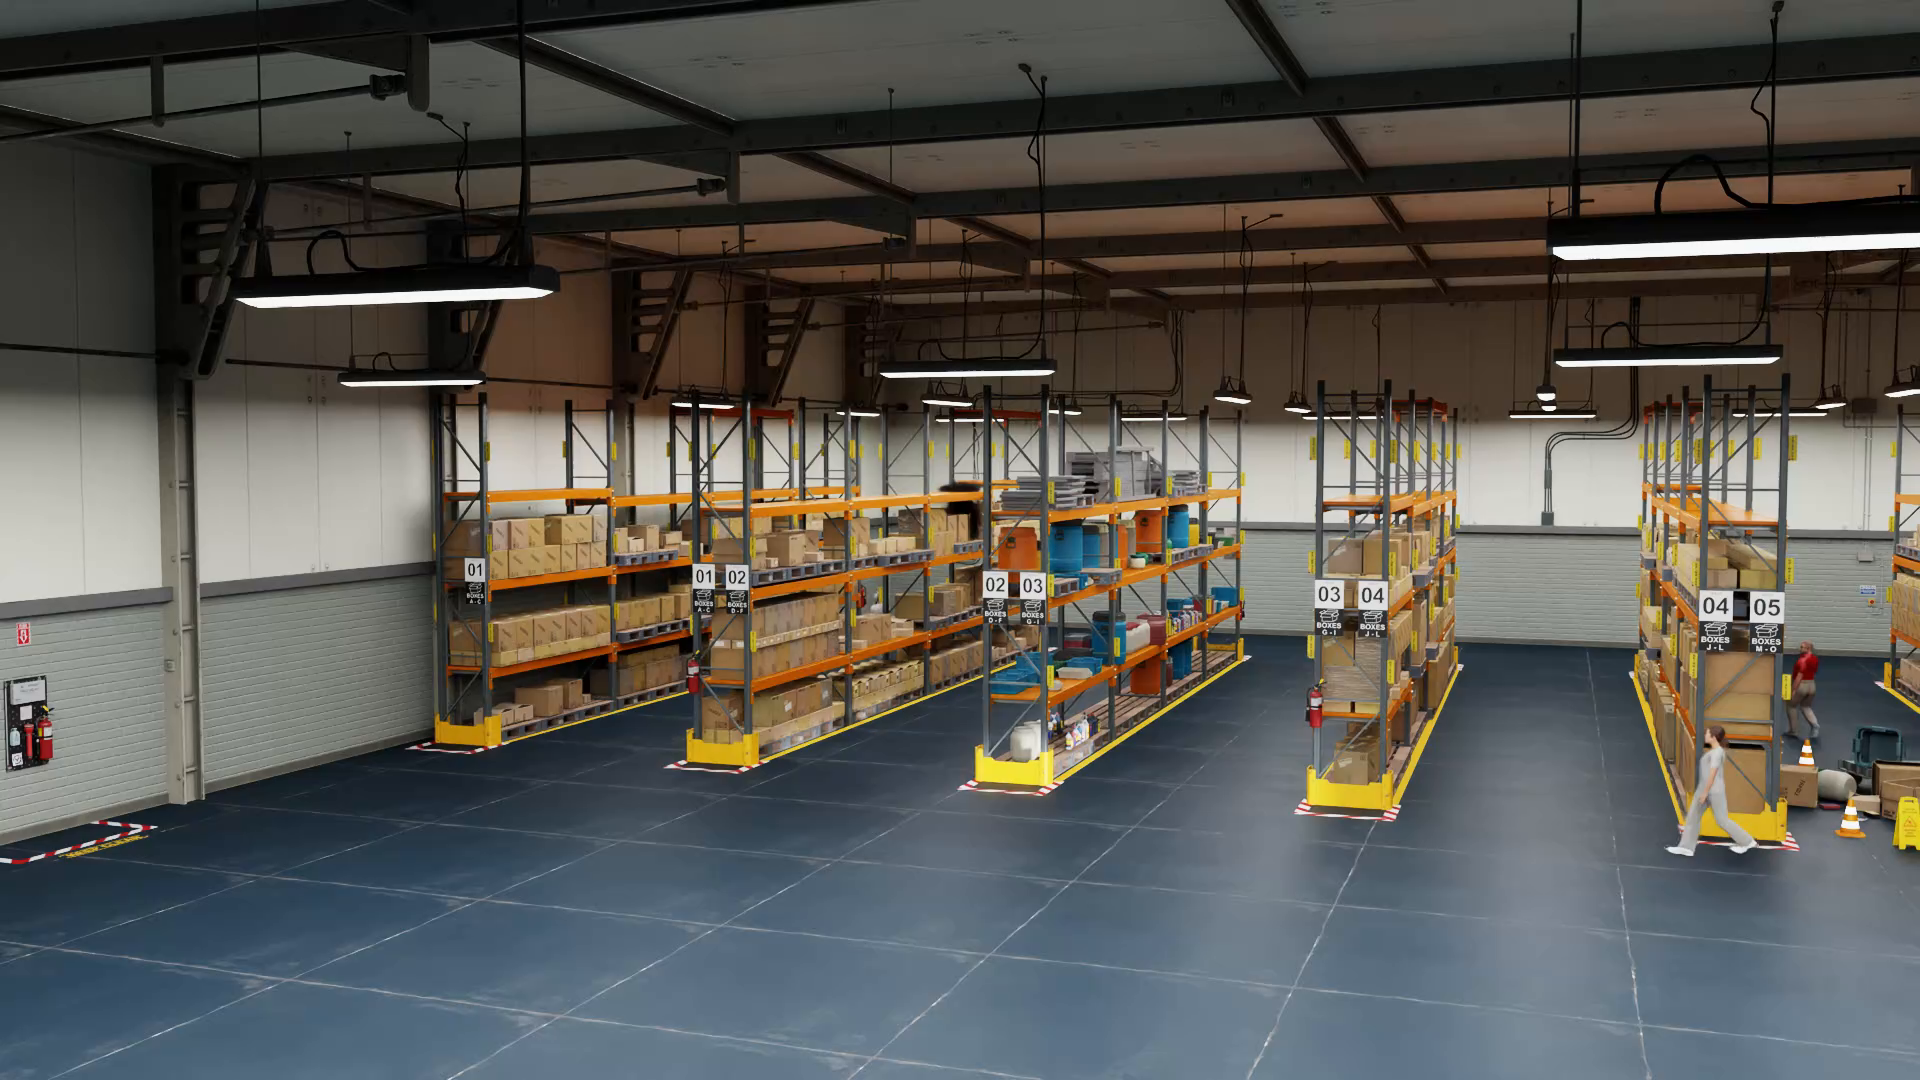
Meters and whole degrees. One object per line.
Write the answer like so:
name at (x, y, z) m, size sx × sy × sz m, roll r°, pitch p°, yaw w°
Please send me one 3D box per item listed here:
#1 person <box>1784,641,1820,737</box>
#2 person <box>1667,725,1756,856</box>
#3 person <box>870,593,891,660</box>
person at (14.771, 2.623, 29.212) m, size 0.574 × 1.708 × 0.633 m, roll -1°, pitch 3°, yaw -15°
person at (9.260, 3.093, 20.459) m, size 0.940 × 1.637 × 0.423 m, roll 0°, pitch 3°, yaw -4°
person at (-1.777, 2.046, 37.715) m, size 0.543 × 1.702 × 0.592 m, roll -1°, pitch 3°, yaw -15°
